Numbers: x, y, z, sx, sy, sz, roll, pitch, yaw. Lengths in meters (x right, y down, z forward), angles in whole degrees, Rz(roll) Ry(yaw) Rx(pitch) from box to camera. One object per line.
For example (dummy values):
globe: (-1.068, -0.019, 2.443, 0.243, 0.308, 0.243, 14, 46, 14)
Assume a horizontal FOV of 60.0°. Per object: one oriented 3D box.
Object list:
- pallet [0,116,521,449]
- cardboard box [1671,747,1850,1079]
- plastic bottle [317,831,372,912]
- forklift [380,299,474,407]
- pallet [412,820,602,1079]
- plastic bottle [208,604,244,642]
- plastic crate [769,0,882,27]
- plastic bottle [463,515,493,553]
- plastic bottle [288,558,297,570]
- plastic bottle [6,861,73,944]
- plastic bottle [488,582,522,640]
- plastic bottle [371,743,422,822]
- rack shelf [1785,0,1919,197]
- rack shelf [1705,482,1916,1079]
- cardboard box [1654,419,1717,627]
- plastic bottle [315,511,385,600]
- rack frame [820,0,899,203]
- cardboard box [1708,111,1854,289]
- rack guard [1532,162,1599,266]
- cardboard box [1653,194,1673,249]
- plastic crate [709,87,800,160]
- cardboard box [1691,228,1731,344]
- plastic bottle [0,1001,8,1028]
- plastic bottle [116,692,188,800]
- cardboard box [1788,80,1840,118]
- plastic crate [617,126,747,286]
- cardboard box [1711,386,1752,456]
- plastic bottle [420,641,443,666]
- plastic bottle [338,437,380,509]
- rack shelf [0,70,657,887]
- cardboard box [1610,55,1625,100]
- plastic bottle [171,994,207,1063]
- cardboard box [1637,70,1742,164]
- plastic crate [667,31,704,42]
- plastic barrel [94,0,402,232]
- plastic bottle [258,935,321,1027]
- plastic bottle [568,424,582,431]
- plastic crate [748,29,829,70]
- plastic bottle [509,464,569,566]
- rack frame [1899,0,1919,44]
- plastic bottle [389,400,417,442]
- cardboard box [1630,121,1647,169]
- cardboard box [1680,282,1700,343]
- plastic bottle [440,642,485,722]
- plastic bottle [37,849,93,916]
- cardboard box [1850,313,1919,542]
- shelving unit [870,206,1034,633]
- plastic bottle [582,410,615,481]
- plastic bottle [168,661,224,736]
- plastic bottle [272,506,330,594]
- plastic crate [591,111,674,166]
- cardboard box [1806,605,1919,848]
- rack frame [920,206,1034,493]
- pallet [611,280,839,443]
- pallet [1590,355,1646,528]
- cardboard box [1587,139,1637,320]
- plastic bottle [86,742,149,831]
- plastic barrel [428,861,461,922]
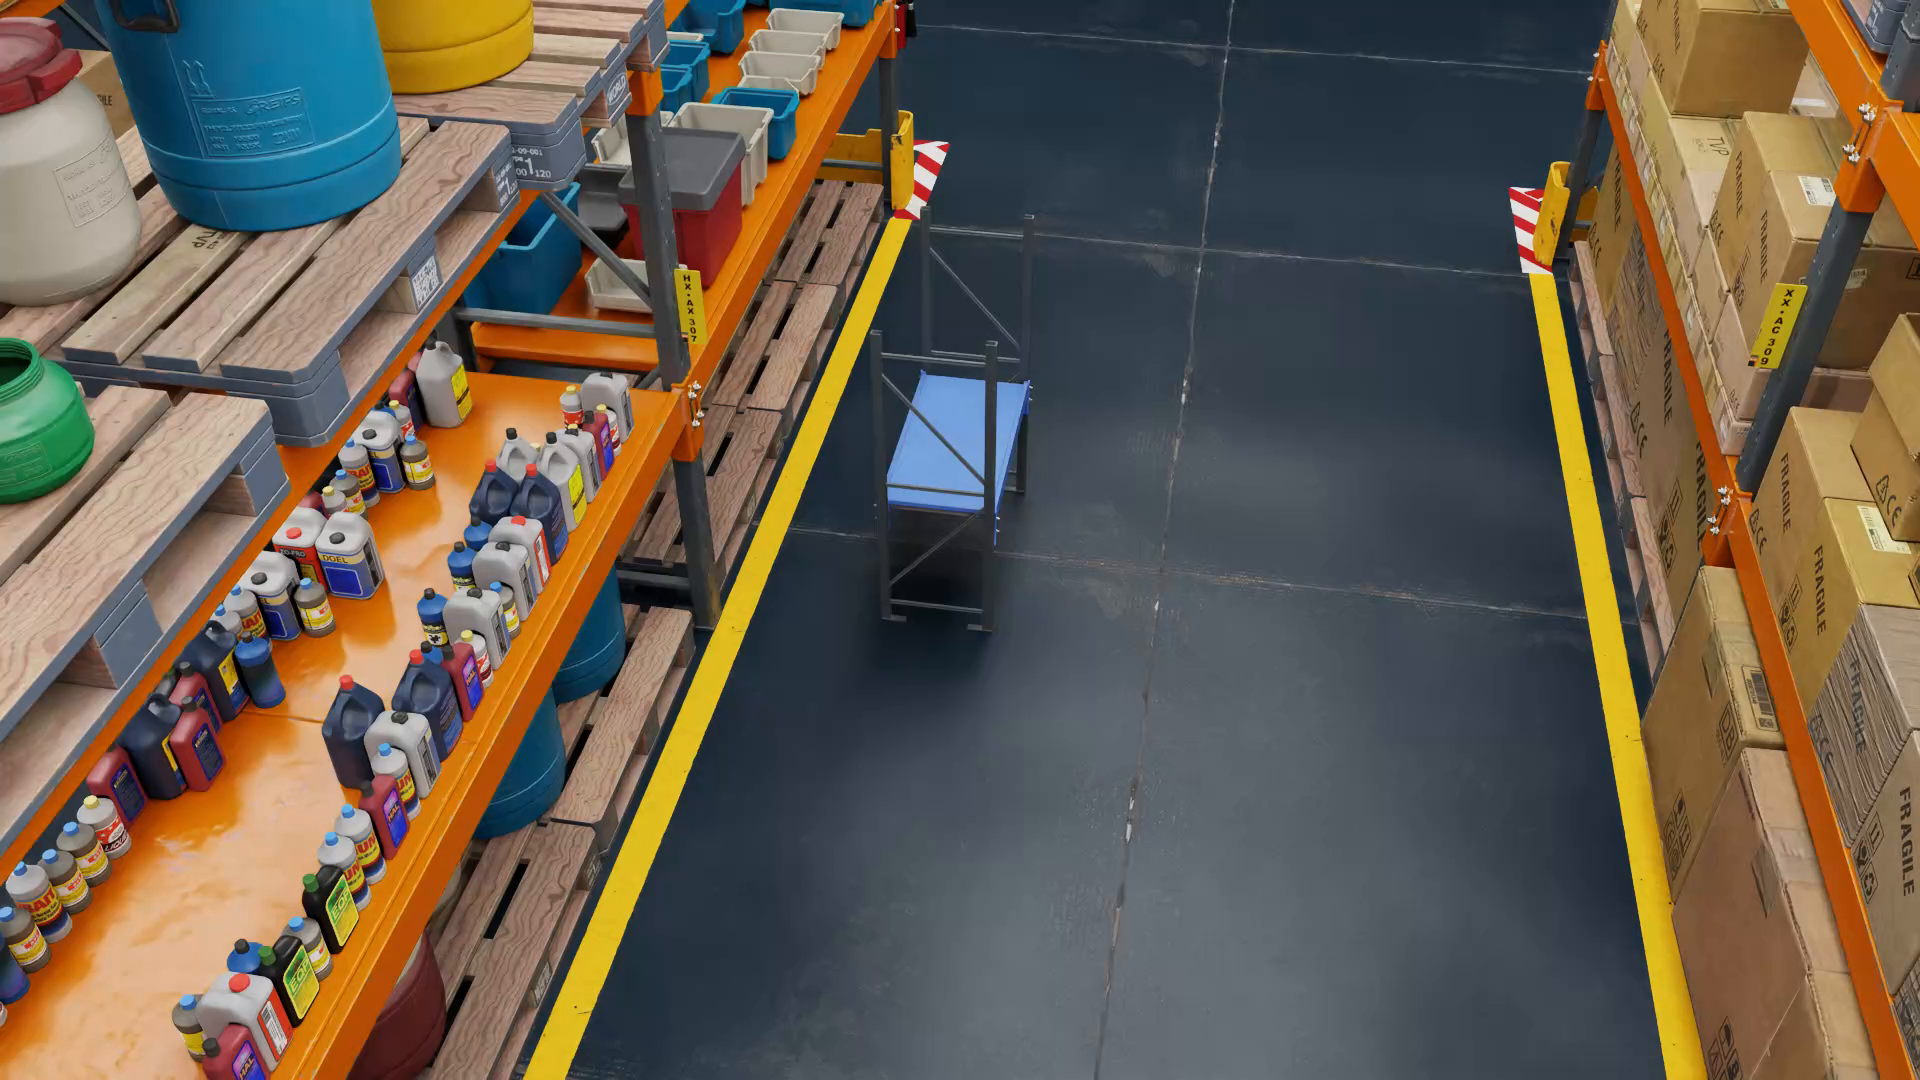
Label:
pallet: (-1.801, -0.712, 4.148, 1.003, 0.211, 1.213, 6, 40, 8)
cardboard box: (3.065, 1.325, 5.228, 1.225, 0.875, 0.875, 5, 40, 6)
plastic bottle: (-1.677, 0.892, 4.515, 0.097, 0.271, 0.097, 0, 40, 0)
forklift: (-3.189, -1.894, 7.838, 1.130, 2.935, 3.031, 11, 41, 13)
pallet: (-1.952, 1.479, 5.892, 1.003, 0.211, 1.213, 6, 40, 8)
plastic bottle: (-2.288, 0.312, 5.216, 0.097, 0.271, 0.097, 0, 40, 0)
plastic crate: (-0.750, -3.160, 9.239, 0.616, 0.435, 0.499, 6, 40, 8)
plastic bottle: (-1.595, 0.033, 5.554, 0.097, 0.271, 0.097, 0, 40, 0)
plastic bottle: (-2.231, 0.133, 5.488, 0.097, 0.201, 0.097, 0, 40, 0)
plastic bottle: (-2.466, 0.956, 4.437, 0.097, 0.271, 0.097, 0, 40, 0)
plastic bottle: (-1.485, 0.222, 5.380, 0.097, 0.201, 0.097, 0, 40, 0)
plastic bottle: (-1.620, 0.686, 4.764, 0.097, 0.271, 0.097, 0, 40, 0)
rack shelf: (3.656, -2.431, 6.644, 1.077, 0.370, 4.000, 6, 40, 8)
rack shelf: (2.964, 1.235, 4.563, 1.077, 0.370, 4.000, 6, 40, 8)
cardboard box: (3.503, -0.045, 6.886, 0.875, 0.875, 0.875, 6, 40, 8)
plastic bottle: (-2.034, 0.051, 5.528, 0.152, 0.276, 0.135, 6, 40, 8)
rack frame: (-0.876, -3.354, 9.549, 1.000, 3.000, 0.127, 6, 40, 8)
cardboard box: (3.217, -1.275, 6.330, 0.500, 0.500, 0.500, 7, 40, 8)
rack guard: (4.006, -1.859, 9.703, 1.175, 0.500, 0.348, 6, 40, 8)
cardboard box: (3.307, -1.394, 7.376, 0.380, 0.149, 0.250, 7, 40, 8)
plastic crate: (-0.979, -1.995, 7.990, 0.416, 0.233, 0.300, 6, 40, 8)
cardboard box: (3.215, -0.985, 6.568, 0.500, 0.250, 0.500, 8, 40, 9)
plastic bottle: (-2.516, 1.167, 4.238, 0.097, 0.201, 0.097, 0, 40, 0)
plastic bottle: (-2.344, 0.573, 4.839, 0.144, 0.351, 0.185, 6, 40, 8)
cardboard box: (4.003, -1.893, 7.667, 0.500, 0.250, 0.500, 5, 40, 6)
plastic crate: (-1.167, -1.424, 7.117, 0.402, 0.464, 0.583, 6, 40, 8)
cardboard box: (3.040, -0.428, 6.207, 0.380, 0.149, 0.250, 7, 40, 8)
plastic bottle: (-1.608, 0.418, 5.088, 0.097, 0.271, 0.097, 0, 40, 0)
plastic bottle: (-2.134, -0.246, 5.891, 0.097, 0.271, 0.097, 0, 40, 0)
rack shelf: (-1.914, -0.467, 4.268, 1.077, 0.370, 4.000, 6, 40, 8)
cardboard box: (3.573, -2.363, 8.548, 0.380, 0.149, 0.250, 6, 40, 7)
plastic bottle: (-1.913, 1.215, 4.179, 0.097, 0.201, 0.097, 0, 40, 0)
cardboard box: (3.479, -1.951, 7.737, 0.500, 0.250, 0.500, 5, 40, 6)
plastic crate: (-1.498, -2.538, 8.723, 0.250, 0.136, 0.298, 6, 40, 8)
plastic barrel: (-1.713, -1.266, 3.947, 0.600, 0.901, 0.708, 6, 40, 8)
plastic bottle: (-1.719, 1.107, 4.246, 0.061, 0.283, 0.133, 6, 40, 8)
plastic bottle: (-1.394, -0.331, 6.049, 0.097, 0.201, 0.097, 0, 40, 0)
plastic crate: (-0.903, -2.563, 8.753, 0.396, 0.136, 0.243, 6, 40, 8)
plastic bottle: (-1.437, -0.095, 5.647, 0.144, 0.351, 0.185, 6, 40, 8)
rack frame: (3.310, -2.609, 3.940, 1.000, 3.000, 0.127, 6, 40, 8)
plastic bottle: (-2.077, -0.425, 6.163, 0.097, 0.201, 0.097, 0, 40, 0)
cardboard box: (3.440, -1.879, 7.963, 0.380, 0.149, 0.250, 6, 40, 7)
cardboard box: (3.173, -0.912, 6.793, 0.380, 0.149, 0.250, 7, 40, 9)
plastic bottle: (-1.527, 0.411, 5.088, 0.061, 0.283, 0.133, 6, 40, 8)
plastic bottle: (-2.449, 0.922, 4.533, 0.097, 0.201, 0.097, 0, 40, 0)
cardboard box: (3.207, -0.320, 5.015, 0.797, 0.503, 0.637, 5, 40, 7)
shelving unit: (-0.015, -0.524, 7.304, 0.538, 1.500, 1.048, 6, 40, 8)
plastic bottle: (-1.313, -0.365, 6.026, 0.061, 0.283, 0.133, 6, 40, 8)
plastic bottle: (-2.298, 0.501, 4.979, 0.061, 0.283, 0.133, 6, 40, 8)
plastic bottle: (-2.184, 0.034, 5.549, 0.152, 0.276, 0.135, 6, 40, 8)
plastic crate: (-1.563, -1.891, 7.939, 0.293, 0.136, 0.466, 6, 40, 8)
cardboard box: (2.811, 0.555, 4.743, 0.500, 0.500, 0.500, 6, 40, 7)
rack frame: (0.073, -0.844, 7.690, 0.500, 1.500, 0.032, 6, 40, 8)
pallet: (-1.271, -1.002, 8.893, 1.003, 0.211, 1.213, 6, 40, 8)
pallet: (3.727, -0.459, 8.236, 1.003, 0.211, 1.213, 6, 40, 8)
cardboard box: (3.970, -1.740, 8.935, 0.875, 0.875, 0.875, 6, 40, 8)
plastic bottle: (-2.413, 0.694, 4.745, 0.061, 0.283, 0.133, 6, 40, 8)
plastic barrel: (-1.988, 1.082, 5.807, 0.421, 0.512, 0.421, 0, 40, 0)
